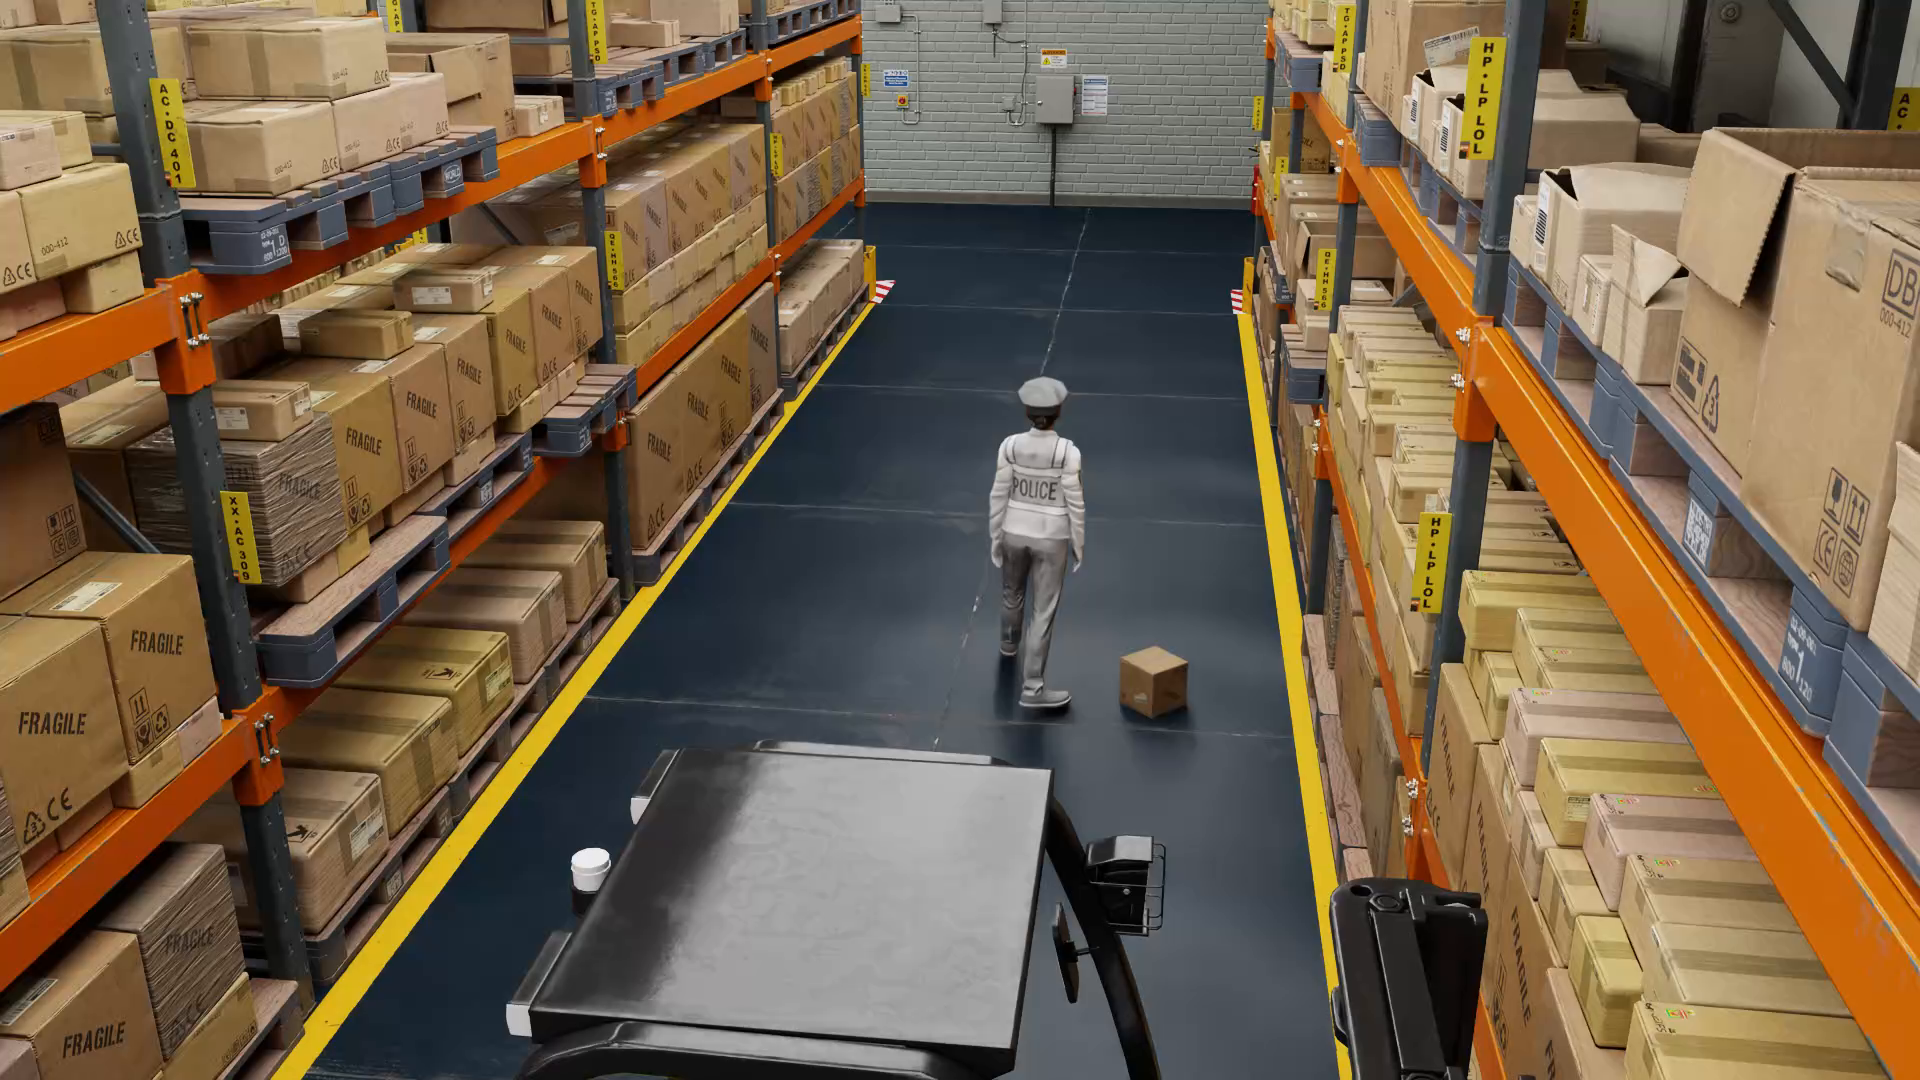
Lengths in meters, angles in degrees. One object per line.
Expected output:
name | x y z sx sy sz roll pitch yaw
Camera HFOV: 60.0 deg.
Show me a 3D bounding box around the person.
person | 0.377 -0.034 8.621 0.625 1.646 0.825 10 23 23
